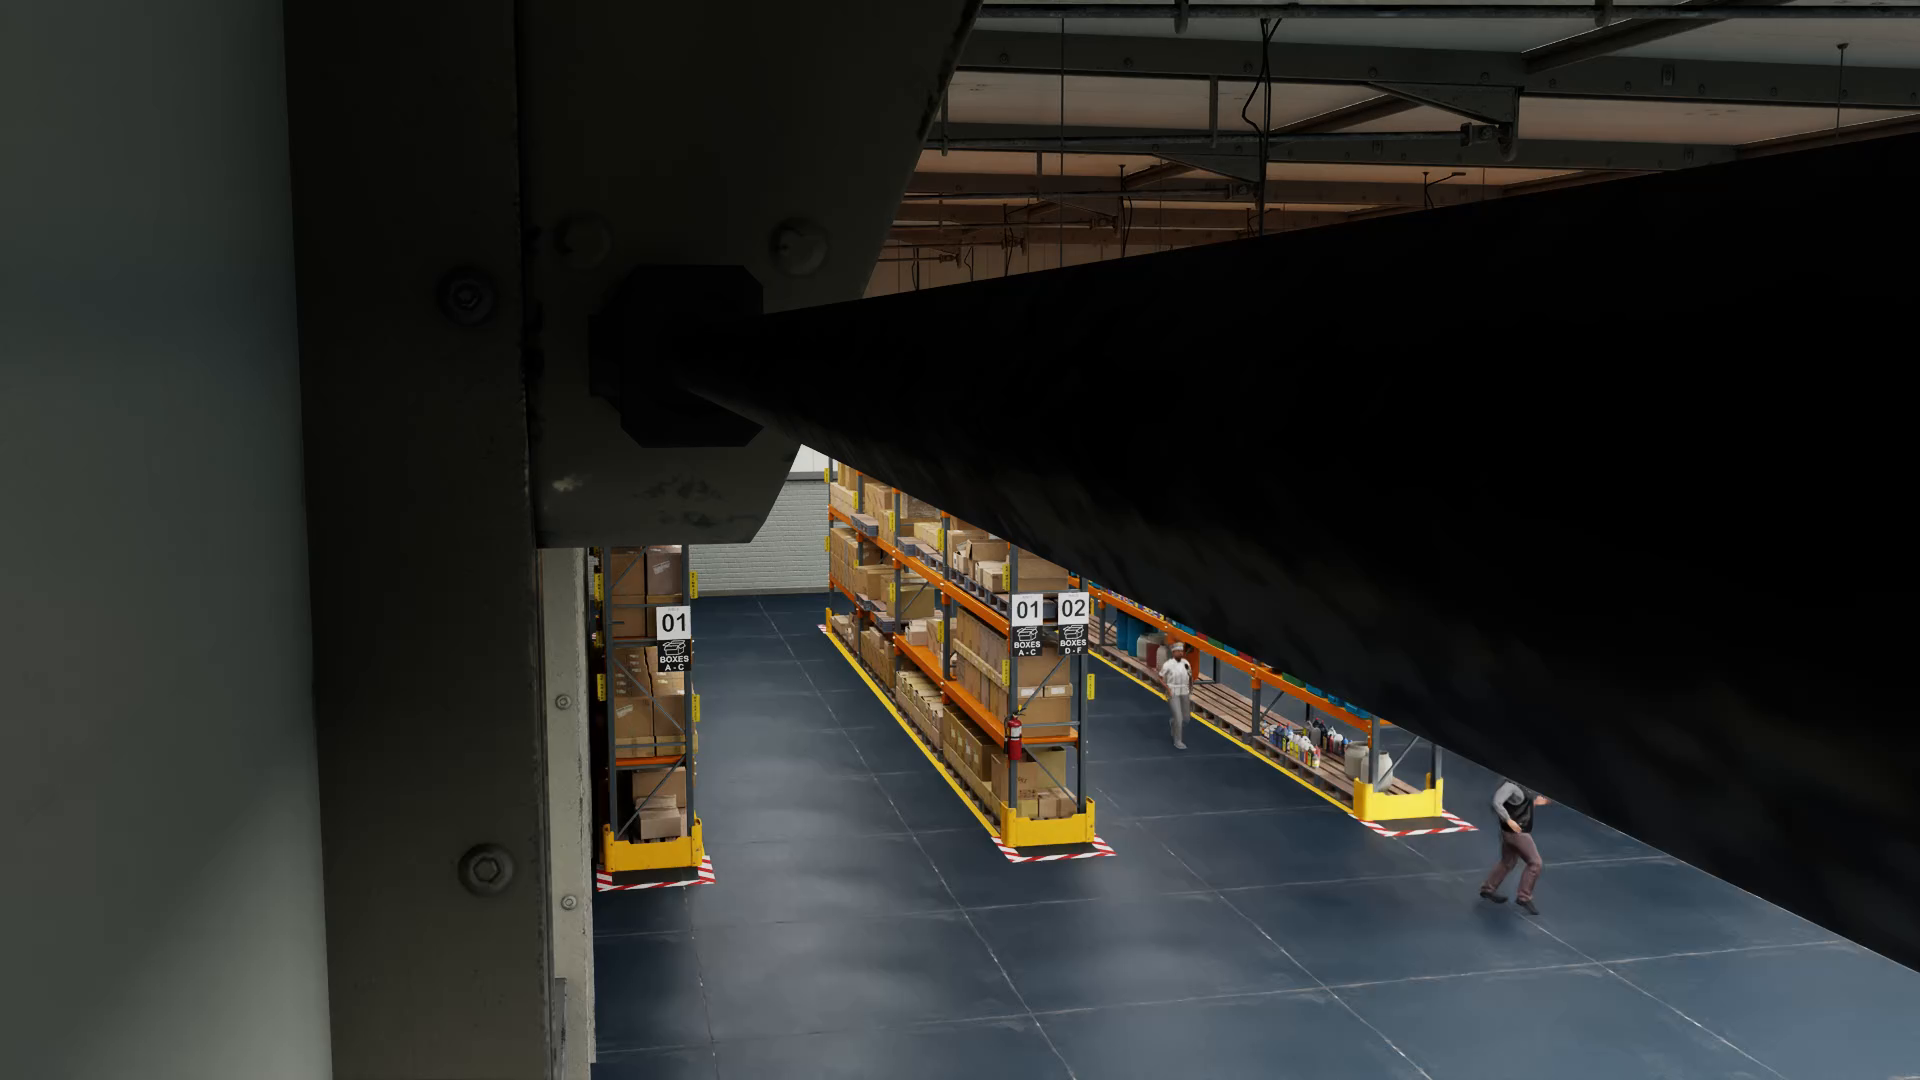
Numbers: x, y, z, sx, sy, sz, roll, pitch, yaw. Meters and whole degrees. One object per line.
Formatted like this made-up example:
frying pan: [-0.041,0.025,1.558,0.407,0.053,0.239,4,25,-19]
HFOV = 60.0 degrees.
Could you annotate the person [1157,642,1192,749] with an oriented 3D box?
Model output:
person: [3.395,2.413,26.114,0.579,1.654,0.663,-2,7,-19]

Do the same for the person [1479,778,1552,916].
person: [6.193,3.282,18.524,0.734,1.774,0.637,2,7,15]
